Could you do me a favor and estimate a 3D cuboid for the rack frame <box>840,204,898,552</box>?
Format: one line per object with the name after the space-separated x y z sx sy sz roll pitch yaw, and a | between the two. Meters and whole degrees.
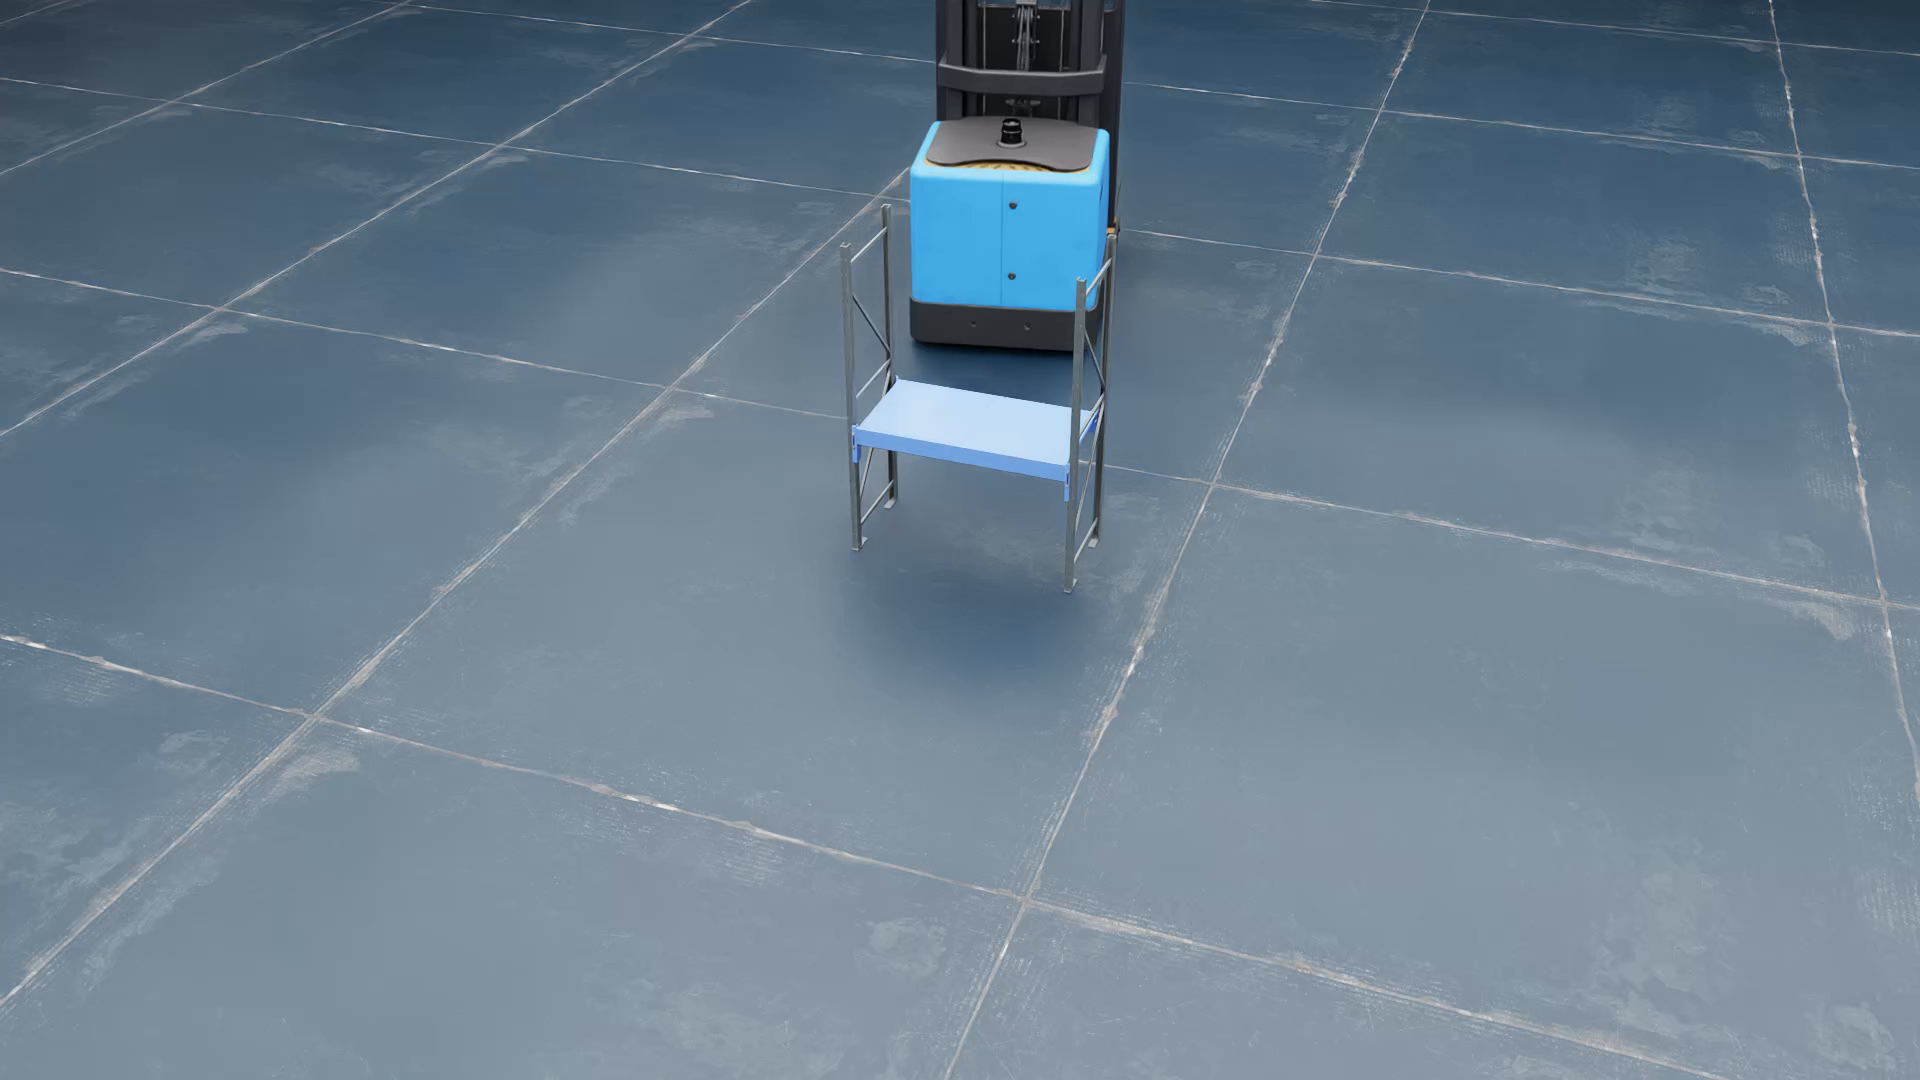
-0.398 -0.708 7.463 0.032 1.500 0.500 11 34 16 | rack frame

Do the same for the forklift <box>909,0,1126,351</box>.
0.437 -3.063 9.792 1.130 2.935 3.031 4 33 7 | forklift

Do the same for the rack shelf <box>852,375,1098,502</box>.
0.080 -0.463 7.417 1.000 0.185 0.538 11 34 16 | rack shelf

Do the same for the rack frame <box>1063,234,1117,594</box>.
0.559 -0.521 7.175 0.032 1.500 0.500 11 34 16 | rack frame

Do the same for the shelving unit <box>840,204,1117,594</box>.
0.080 -0.614 7.319 1.048 1.500 0.538 11 34 16 | shelving unit
